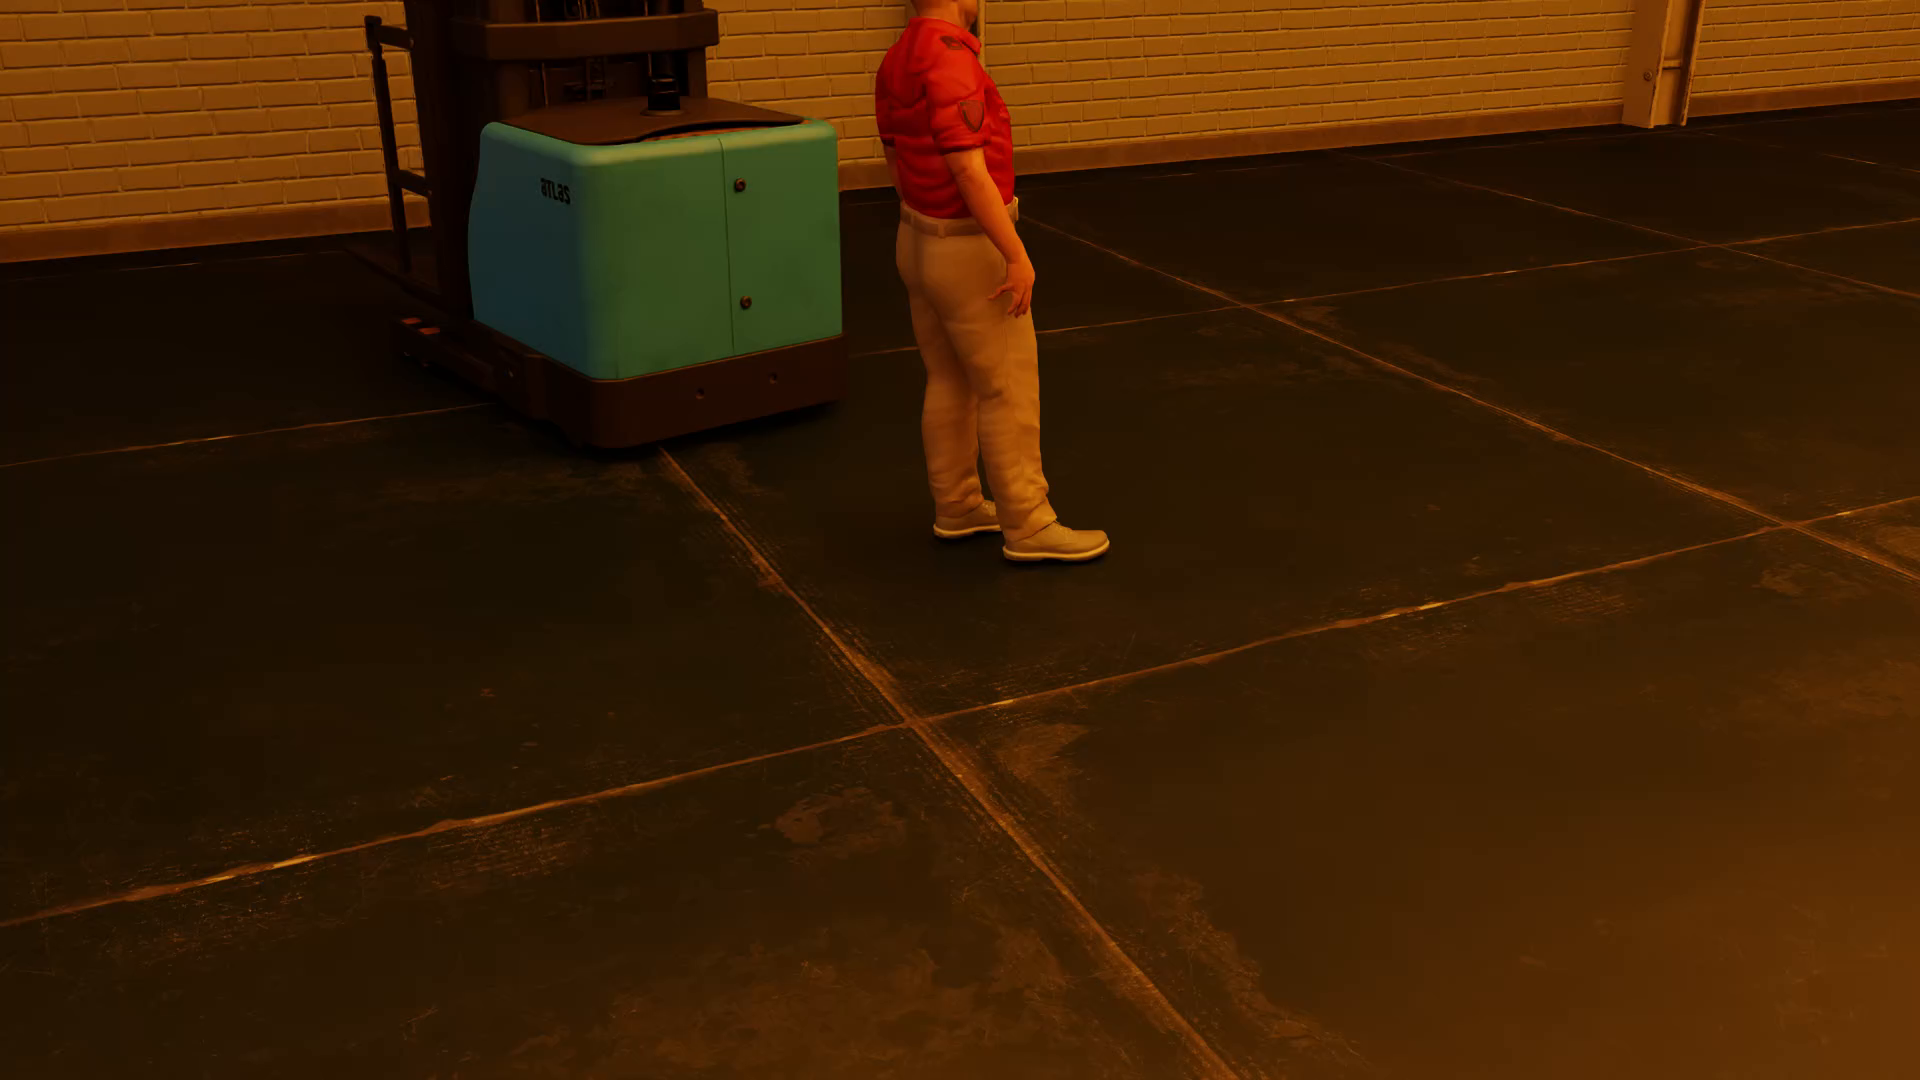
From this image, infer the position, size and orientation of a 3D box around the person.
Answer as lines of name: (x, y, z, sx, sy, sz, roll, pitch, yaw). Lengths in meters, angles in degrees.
person: (0.086, -0.816, 4.798, 0.550, 1.727, 0.641, -10, 25, -23)

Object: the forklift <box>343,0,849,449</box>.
forklift: (-1.723, -2.163, 6.492, 1.130, 2.935, 3.031, -17, 28, -35)
